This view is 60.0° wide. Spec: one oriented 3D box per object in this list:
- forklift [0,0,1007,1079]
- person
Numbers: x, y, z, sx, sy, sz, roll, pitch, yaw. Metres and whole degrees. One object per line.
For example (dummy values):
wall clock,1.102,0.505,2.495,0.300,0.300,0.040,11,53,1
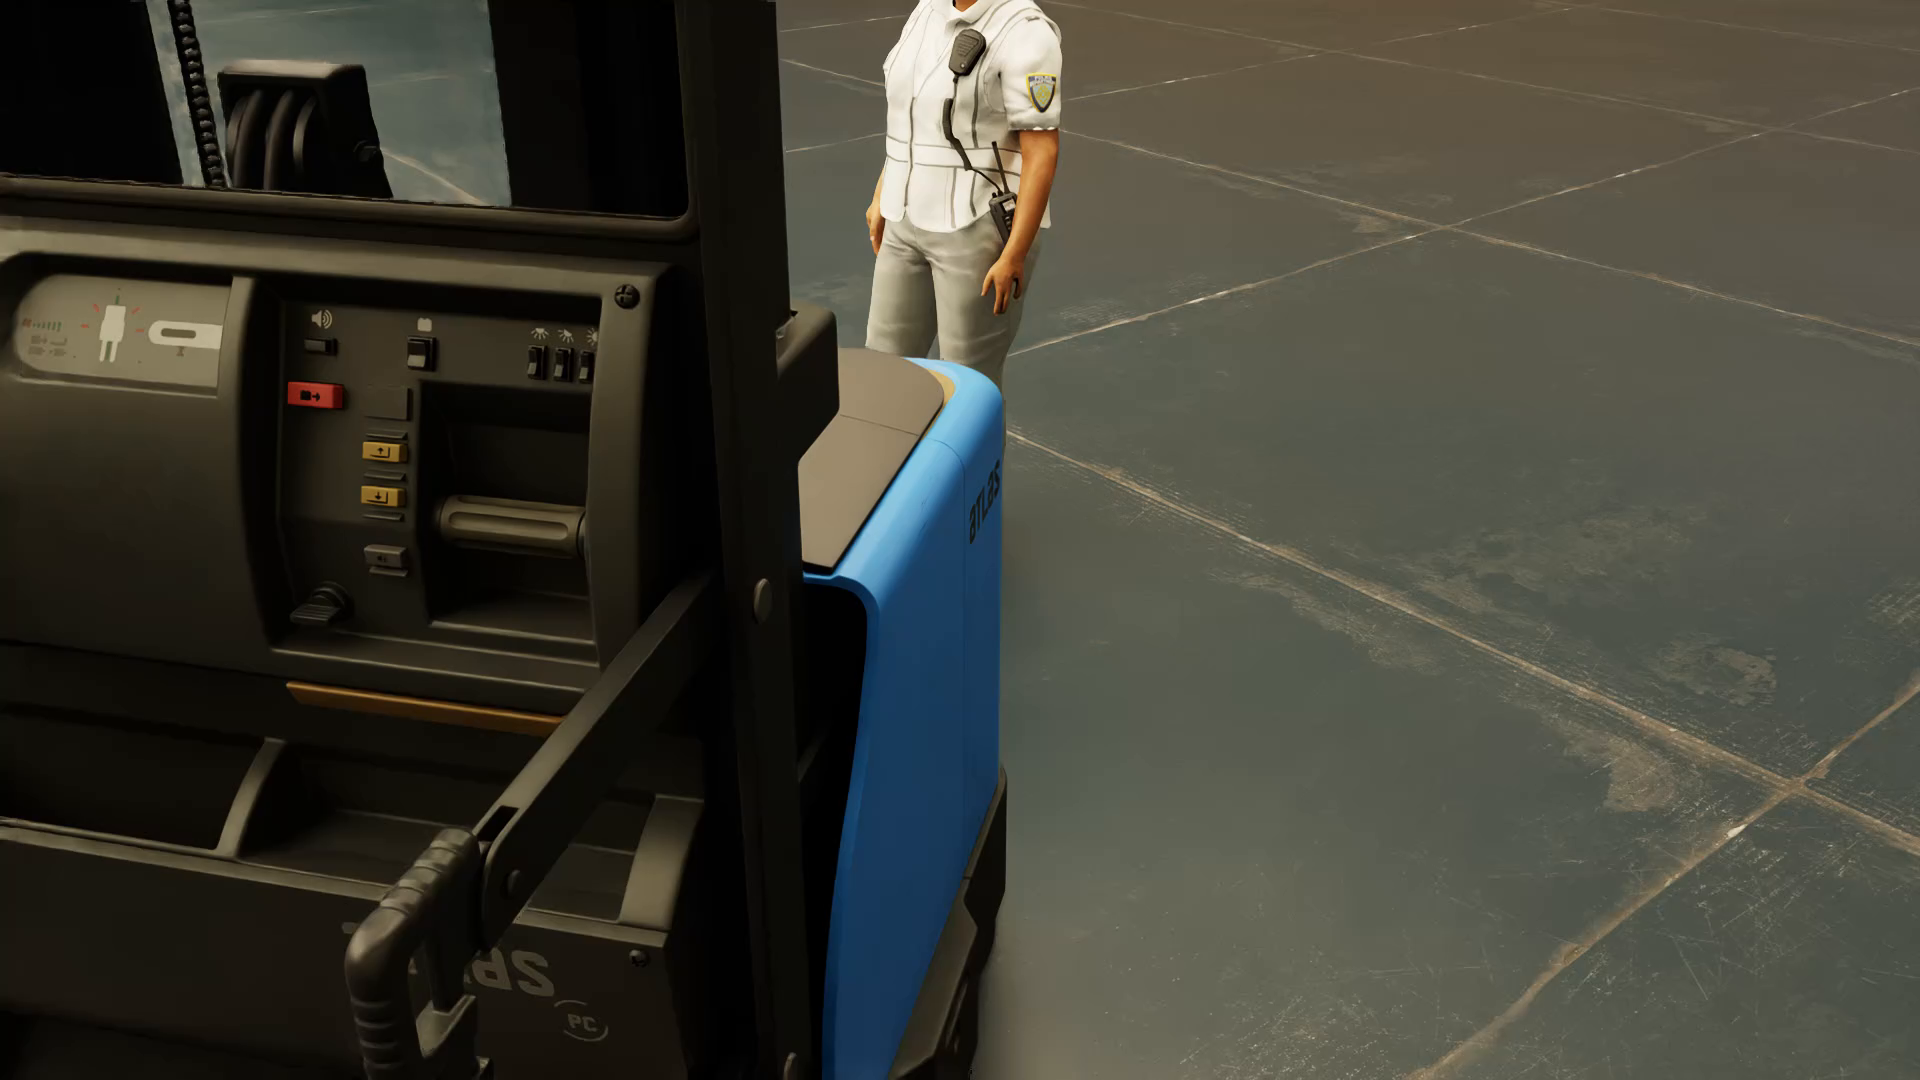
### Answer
forklift,-0.755,-0.048,1.299,1.130,2.935,3.031,6,27,12
person,-0.073,-0.739,4.099,0.529,1.670,0.599,-20,33,-35
